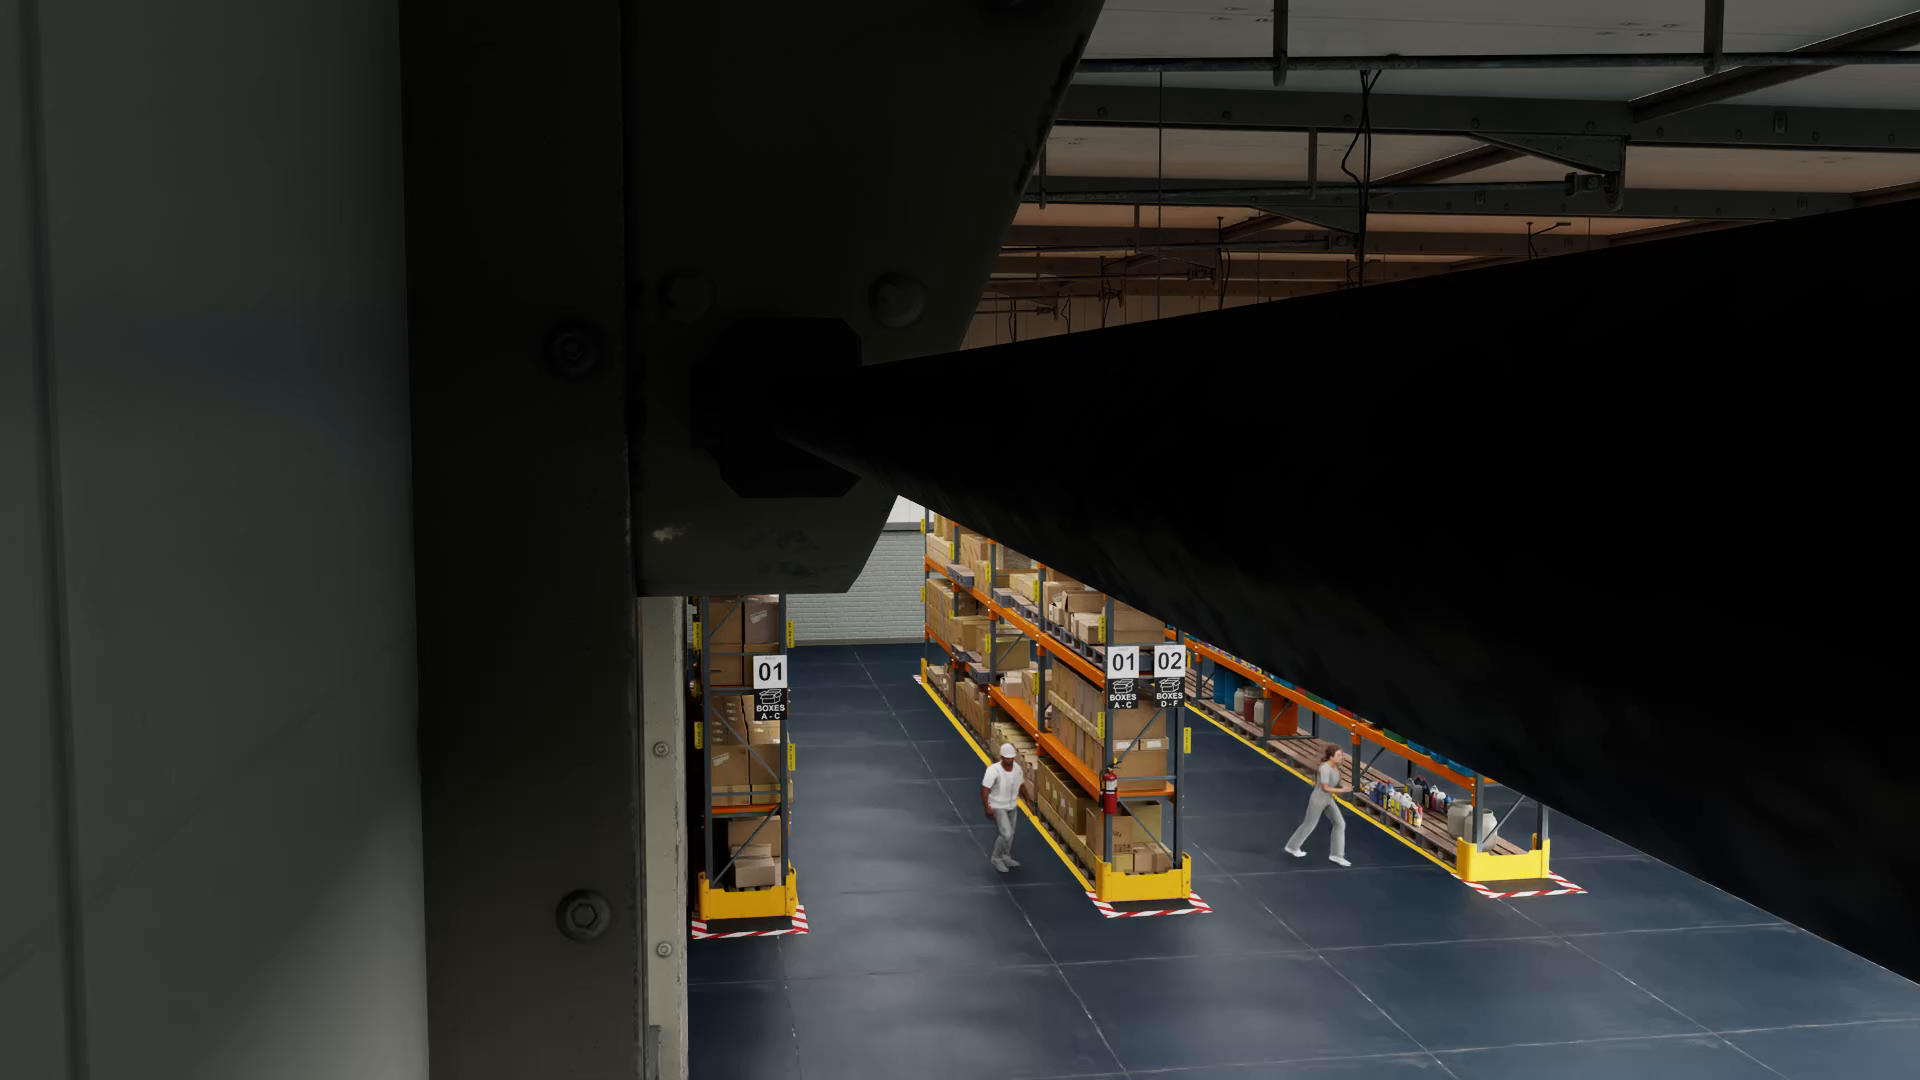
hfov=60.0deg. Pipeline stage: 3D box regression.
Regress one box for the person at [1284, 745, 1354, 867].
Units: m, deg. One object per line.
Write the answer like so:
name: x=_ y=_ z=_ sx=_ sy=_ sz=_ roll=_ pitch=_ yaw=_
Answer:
person: x=4.848 y=3.548 z=22.381 sx=0.956 sy=1.649 sz=0.568 roll=3 pitch=6 yaw=35

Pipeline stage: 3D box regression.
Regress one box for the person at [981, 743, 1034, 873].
person: x=0.593 y=3.531 z=22.040 sx=0.641 sy=1.732 sz=0.583 roll=-5 pitch=7 yaw=-43
